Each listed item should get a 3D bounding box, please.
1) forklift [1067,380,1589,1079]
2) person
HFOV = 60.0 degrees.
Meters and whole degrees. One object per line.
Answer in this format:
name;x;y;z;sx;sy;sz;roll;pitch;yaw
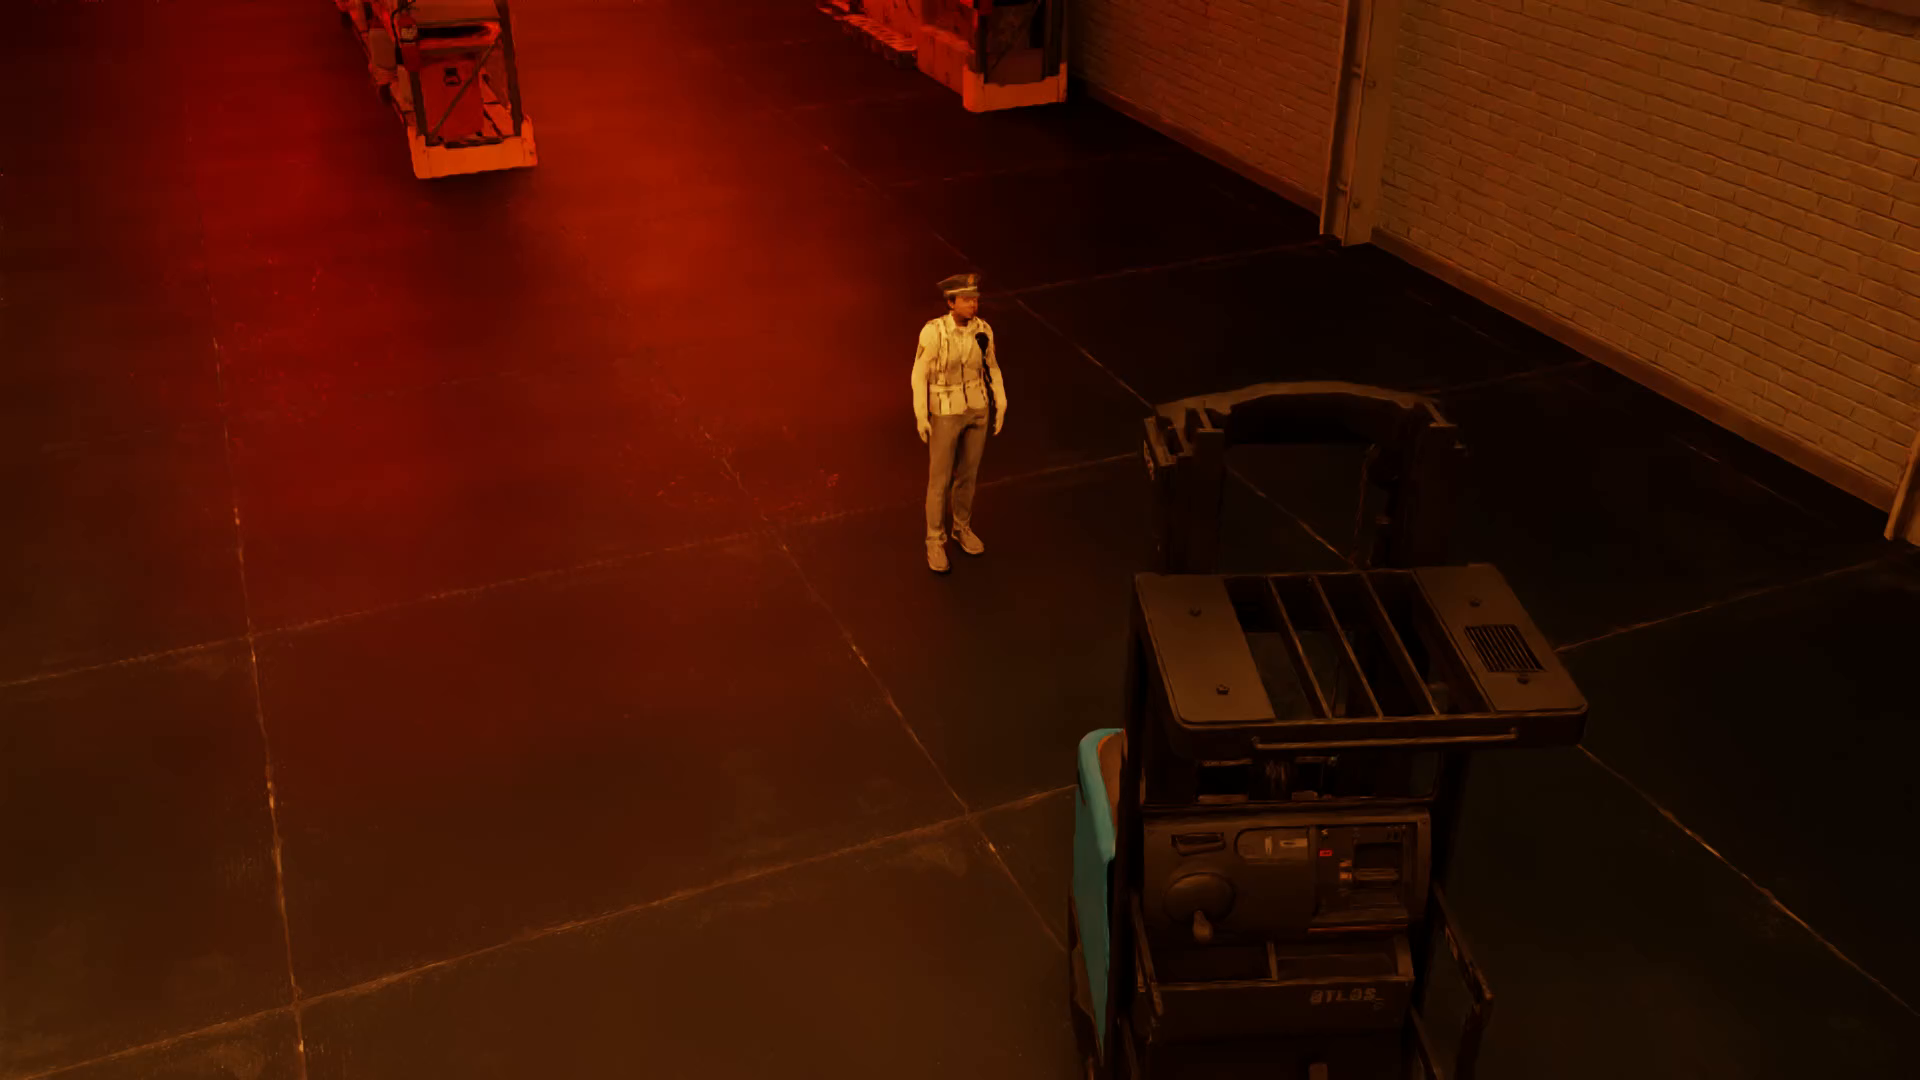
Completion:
forklift;1.065;1.122;5.157;1.130;2.935;3.031;-2;30;-3
person;0.020;-0.710;9.592;0.586;1.695;0.532;-12;32;-20
